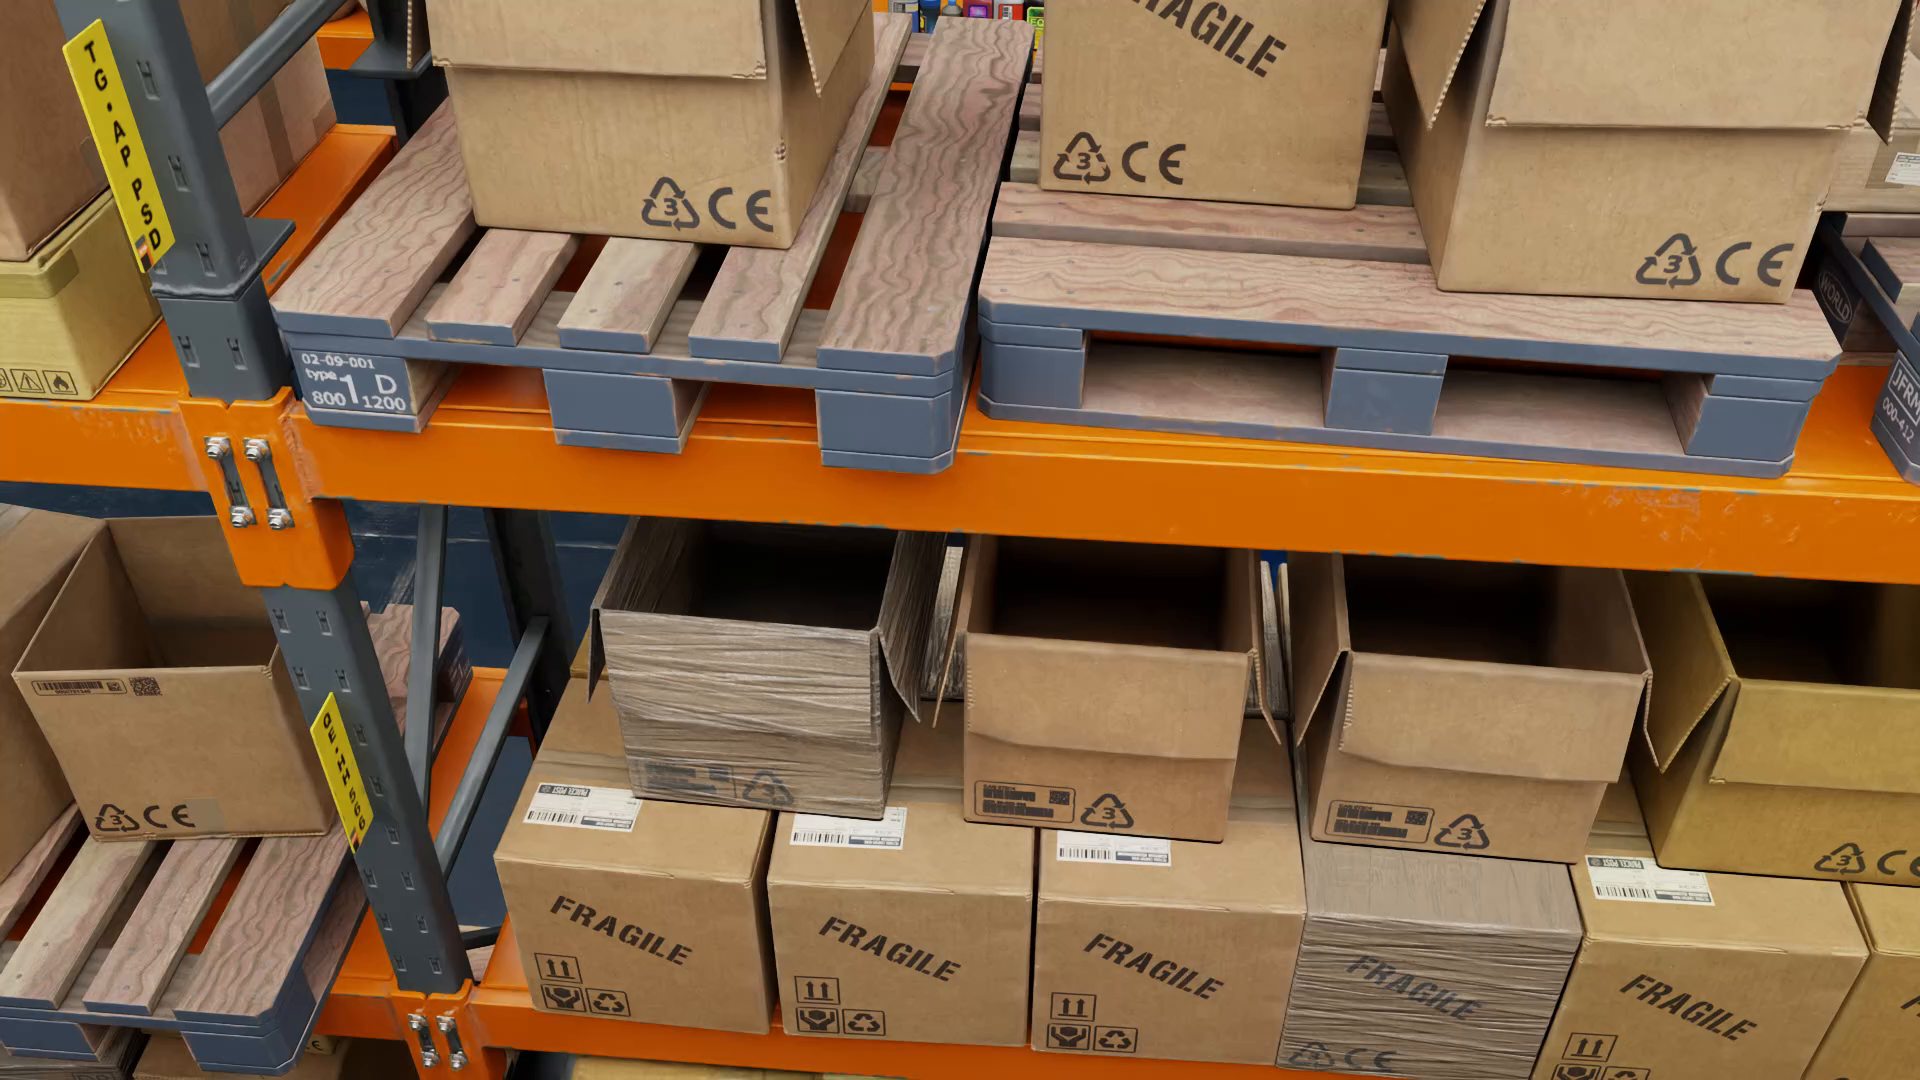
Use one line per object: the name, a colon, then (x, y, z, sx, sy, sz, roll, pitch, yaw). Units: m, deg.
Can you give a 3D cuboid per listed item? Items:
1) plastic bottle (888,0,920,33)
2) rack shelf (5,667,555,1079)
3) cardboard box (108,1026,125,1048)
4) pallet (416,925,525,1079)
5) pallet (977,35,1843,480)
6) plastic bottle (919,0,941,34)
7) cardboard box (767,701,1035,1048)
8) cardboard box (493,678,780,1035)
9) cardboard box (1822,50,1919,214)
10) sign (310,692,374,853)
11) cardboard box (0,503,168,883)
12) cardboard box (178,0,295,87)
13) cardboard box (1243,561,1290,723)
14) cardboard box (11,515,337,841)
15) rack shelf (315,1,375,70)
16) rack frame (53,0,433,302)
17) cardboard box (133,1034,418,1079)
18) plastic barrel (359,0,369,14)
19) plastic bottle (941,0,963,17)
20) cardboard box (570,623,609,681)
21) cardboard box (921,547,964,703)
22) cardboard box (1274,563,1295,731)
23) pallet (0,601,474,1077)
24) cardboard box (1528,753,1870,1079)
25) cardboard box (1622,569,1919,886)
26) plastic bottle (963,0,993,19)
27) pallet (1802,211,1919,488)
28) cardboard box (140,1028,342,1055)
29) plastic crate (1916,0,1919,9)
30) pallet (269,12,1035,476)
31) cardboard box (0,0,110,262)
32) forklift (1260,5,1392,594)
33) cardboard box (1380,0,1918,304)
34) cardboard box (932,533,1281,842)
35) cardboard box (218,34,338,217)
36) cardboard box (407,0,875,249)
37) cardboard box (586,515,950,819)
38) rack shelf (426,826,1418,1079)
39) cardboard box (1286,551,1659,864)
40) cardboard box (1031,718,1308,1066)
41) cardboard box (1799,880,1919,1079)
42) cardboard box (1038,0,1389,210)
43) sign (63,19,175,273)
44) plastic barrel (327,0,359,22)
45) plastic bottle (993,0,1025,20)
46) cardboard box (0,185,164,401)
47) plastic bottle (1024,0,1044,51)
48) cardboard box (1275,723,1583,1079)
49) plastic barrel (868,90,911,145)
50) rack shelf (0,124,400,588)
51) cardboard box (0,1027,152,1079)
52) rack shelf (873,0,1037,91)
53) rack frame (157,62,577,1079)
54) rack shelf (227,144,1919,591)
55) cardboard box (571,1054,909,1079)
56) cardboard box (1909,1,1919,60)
plastic bottle: (-0.244, -2.342, 7.349, 0.135, 0.276, 0.152, 3, 39, 4)
rack shelf: (-3.067, 0.668, 4.123, 4.000, 0.370, 1.077, 3, 39, 4)
cardboard box: (-2.274, 0.966, 4.224, 0.500, 0.250, 0.500, 7, 40, 9)
pallet: (-1.853, 1.536, 4.695, 1.213, 0.211, 1.003, 3, 39, 4)
pallet: (0.686, -0.531, 2.800, 1.213, 0.211, 1.003, 5, 39, 6)
plastic bottle: (-0.131, -2.316, 7.322, 0.097, 0.271, 0.097, 0, 39, 0)
cardboard box: (-0.100, 0.684, 3.455, 0.500, 0.500, 0.500, 2, 39, 3)
cardboard box: (-0.614, 0.657, 3.487, 0.500, 0.500, 0.500, 4, 39, 5)
cardboard box: (1.440, -0.688, 2.709, 0.250, 0.149, 0.380, 2, 39, 2)
sign: (-1.112, 0.422, 3.001, 0.005, 0.325, 0.100, 3, 39, 4)
cardboard box: (-2.181, 0.325, 3.563, 0.500, 0.500, 0.700, 9, 40, 10)
cardboard box: (-1.520, -1.085, 2.856, 0.500, 0.500, 0.500, 3, 39, 4)
cardboard box: (0.452, 0.388, 3.818, 0.500, 0.500, 0.500, 2, 39, 2)
cardboard box: (-1.616, 0.292, 3.603, 0.500, 0.500, 0.500, -1, 39, -2)
rack shelf: (-2.640, -2.447, 7.950, 4.000, 0.370, 1.077, 3, 39, 4)
rack frame: (-1.074, -1.828, 1.868, 0.127, 3.000, 1.000, 3, 39, 4)
cardboard box: (-1.744, 1.273, 4.441, 0.500, 0.500, 0.700, 1, 39, 1)
plastic barrel: (-2.536, -2.634, 7.502, 0.433, 0.535, 0.433, 0, 39, 0)
plastic bottle: (-0.034, -2.284, 7.337, 0.097, 0.201, 0.097, 0, 39, 0)
cardboard box: (-0.561, 0.331, 3.889, 0.500, 0.500, 0.500, 4, 39, 5)
cardboard box: (-0.065, 0.361, 3.851, 0.500, 0.500, 0.500, 3, 39, 3)
cardboard box: (0.959, 0.416, 3.784, 0.500, 0.500, 0.500, 4, 39, 5)
pallet: (-1.794, 0.601, 3.788, 1.003, 0.211, 1.213, 3, 39, 4)
cardboard box: (1.408, 0.768, 3.351, 0.500, 0.500, 0.500, 3, 39, 3)
cardboard box: (1.591, 0.214, 3.237, 0.637, 0.503, 0.797, 4, 39, 4)
plastic bottle: (0.080, -2.298, 7.290, 0.133, 0.283, 0.061, 3, 39, 4)
pallet: (1.993, -0.392, 2.631, 1.217, 0.209, 0.805, 2, 39, 2)
cardboard box: (-1.745, 0.989, 4.197, 0.500, 0.250, 0.500, 5, 39, 6)
plastic crate: (4.206, -2.241, 7.028, 0.583, 0.464, 0.402, 3, 39, 4)
pallet: (-0.428, -0.590, 2.872, 1.003, 0.211, 1.213, 5, 39, 6)
cardboard box: (-1.571, -0.766, 2.464, 0.500, 0.500, 0.500, 4, 39, 5)
forklift: (1.823, -0.780, 5.387, 3.031, 2.935, 1.130, 11, 40, 14)
cardboard box: (0.963, -0.770, 2.529, 0.637, 0.503, 0.797, 3, 39, 3)
cardboard box: (0.302, 0.158, 3.306, 0.637, 0.503, 0.797, 4, 39, 5)
cardboard box: (-1.521, -0.793, 3.090, 0.500, 0.250, 0.500, 4, 39, 5)
cardboard box: (-0.460, -0.880, 2.664, 0.637, 0.503, 0.797, 5, 39, 6)
cardboard box: (-0.347, 0.120, 3.352, 0.637, 0.503, 0.797, 4, 39, 5)
rack shelf: (0.918, 0.886, 3.855, 4.000, 0.370, 1.077, 3, 39, 4)
cardboard box: (0.970, 0.190, 3.266, 0.637, 0.503, 0.797, 4, 39, 5)
cardboard box: (0.411, 0.709, 3.423, 0.500, 0.500, 0.500, 2, 39, 3)
cardboard box: (1.929, 0.792, 3.321, 0.500, 0.500, 0.500, 4, 39, 5)
cardboard box: (0.407, -0.887, 2.676, 0.500, 0.500, 0.500, 5, 39, 6)
sign: (-1.123, -0.524, 2.232, 0.005, 0.325, 0.100, 3, 39, 4)
plastic barrel: (-2.967, -2.657, 7.531, 0.433, 0.535, 0.433, 0, 39, 0)
plastic bottle: (0.217, -2.317, 7.318, 0.135, 0.276, 0.152, 3, 39, 4)
cardboard box: (-1.569, -0.479, 2.704, 0.500, 0.250, 0.500, 3, 39, 4)
plastic bottle: (0.347, -2.283, 7.272, 0.133, 0.283, 0.061, 3, 39, 4)
cardboard box: (0.909, 0.738, 3.388, 0.500, 0.500, 0.500, 3, 39, 4)
plastic barrel: (-0.158, -1.922, 8.122, 0.708, 0.830, 0.600, 3, 39, 4)
rack shelf: (-3.067, -0.495, 3.176, 4.000, 0.370, 1.077, 3, 39, 4)
cardboard box: (-2.297, 1.251, 4.469, 0.500, 0.500, 0.700, 0, 39, 0)
rack shelf: (1.345, -2.229, 7.682, 4.000, 0.370, 1.077, 3, 39, 4)
rack frame: (-1.074, 0.498, 3.762, 0.127, 3.000, 1.000, 3, 39, 4)
rack shelf: (0.918, -0.277, 2.908, 4.000, 0.370, 1.077, 3, 39, 4)
cardboard box: (-0.389, 1.210, 4.238, 0.875, 0.875, 1.225, 1, 39, 2)
cardboard box: (1.825, -0.692, 2.586, 0.500, 0.311, 0.500, 2, 39, 2)
